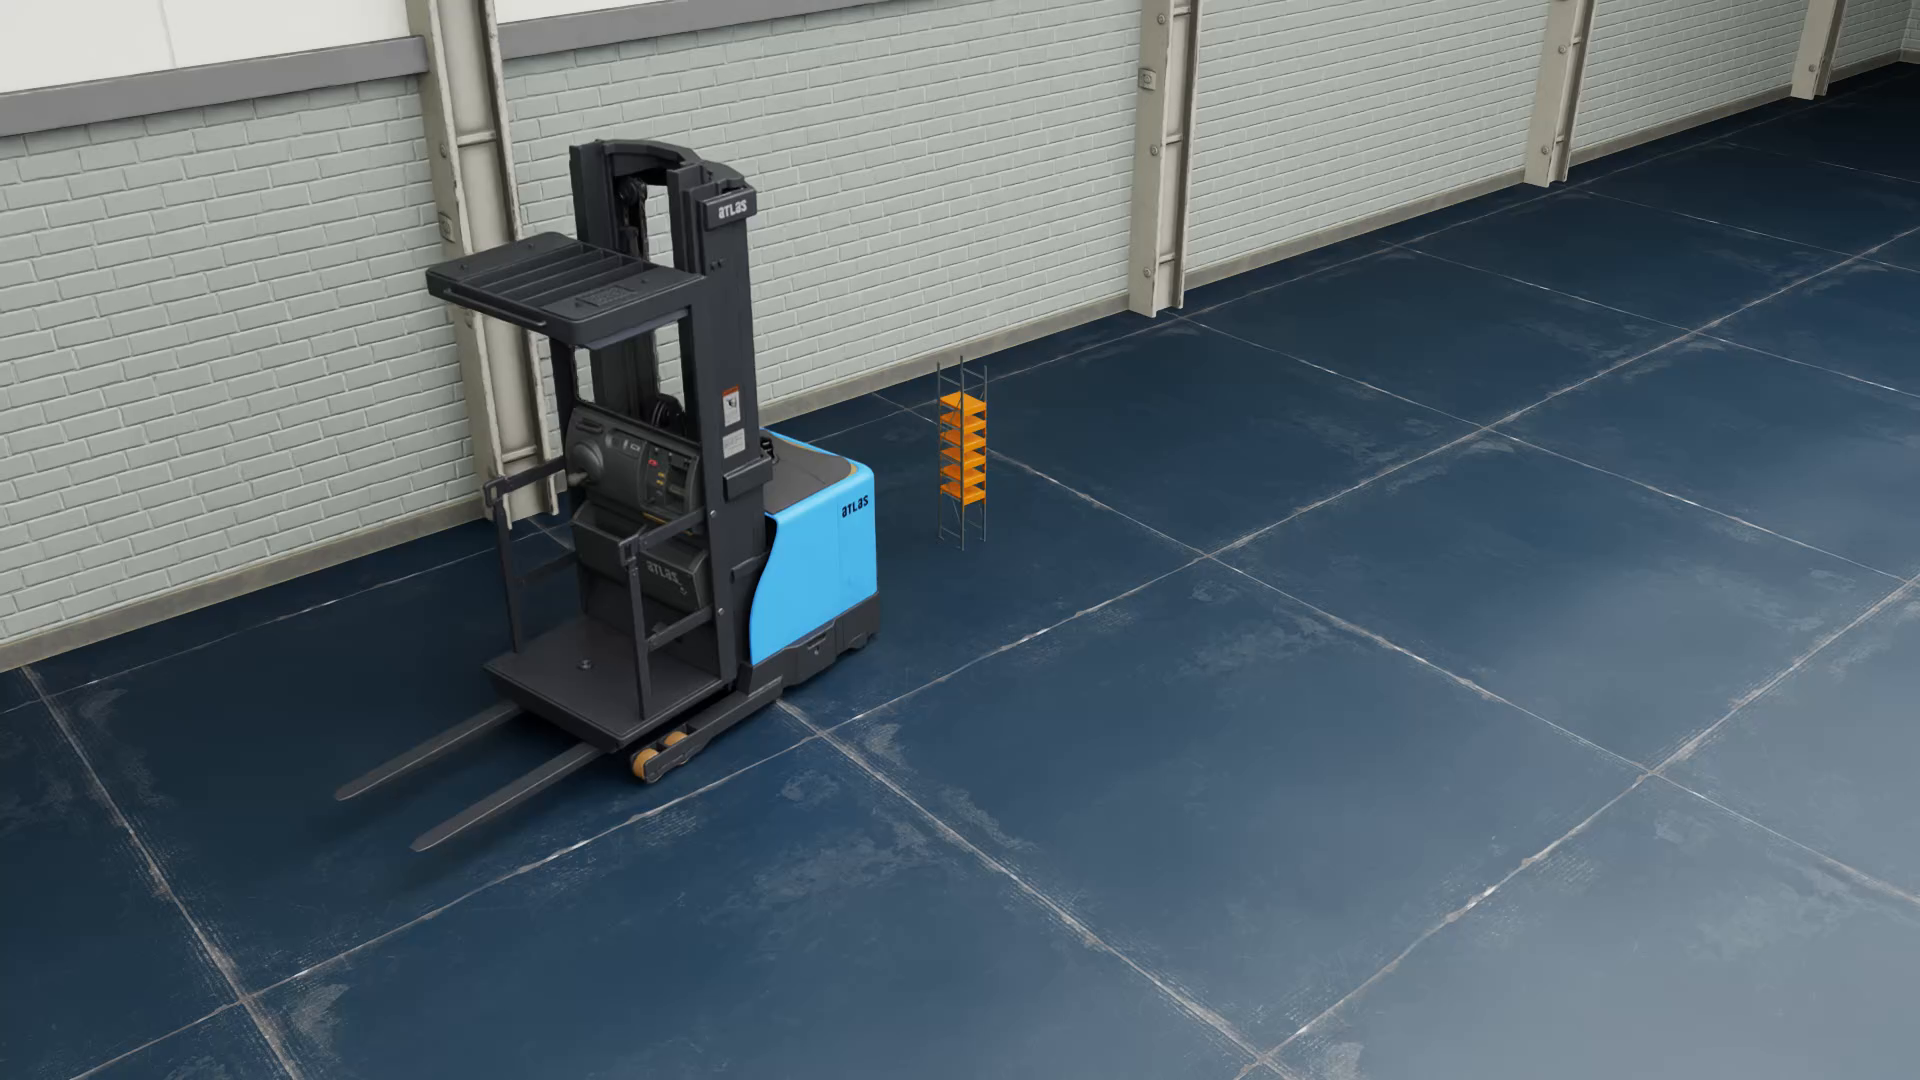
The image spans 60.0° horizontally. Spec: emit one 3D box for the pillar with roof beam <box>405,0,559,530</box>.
[{"bbox_3d":[-0.089,-2.597,5.919,0.400,9.000,9.100,-22,35,-35],"label":"pillar with roof beam"}]

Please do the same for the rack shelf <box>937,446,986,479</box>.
[{"bbox_3d":[0.011,-0.494,10.355,0.180,0.103,0.258,-22,35,-35],"label":"rack shelf"}]

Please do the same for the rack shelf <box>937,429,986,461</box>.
[{"bbox_3d":[0.011,-0.600,10.298,0.180,0.103,0.258,-22,35,-35],"label":"rack shelf"}]

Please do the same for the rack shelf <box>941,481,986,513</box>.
[{"bbox_3d":[0.011,-0.283,10.468,0.180,0.103,0.258,-22,35,-35],"label":"rack shelf"}]

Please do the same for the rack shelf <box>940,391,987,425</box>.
[{"bbox_3d":[0.011,-0.812,10.185,0.180,0.103,0.258,-22,35,-35],"label":"rack shelf"}]

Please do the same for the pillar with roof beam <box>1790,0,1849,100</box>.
[{"bbox_3d":[13.605,-8.103,16.223,0.400,9.000,9.100,-22,35,-35],"label":"pillar with roof beam"}]

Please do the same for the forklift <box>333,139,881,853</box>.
[{"bbox_3d":[-1.767,-0.342,8.139,1.130,2.935,3.031,21,34,33],"label":"forklift"}]

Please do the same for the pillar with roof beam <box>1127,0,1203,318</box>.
[{"bbox_3d":[4.476,-4.432,9.354,0.400,9.000,9.100,-22,35,-35],"label":"pillar with roof beam"}]

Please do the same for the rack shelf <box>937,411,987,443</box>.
[{"bbox_3d":[0.011,-0.706,10.242,0.180,0.103,0.258,-22,35,-35],"label":"rack shelf"}]

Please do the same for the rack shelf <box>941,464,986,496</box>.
[{"bbox_3d":[0.011,-0.389,10.411,0.180,0.103,0.258,-22,35,-35],"label":"rack shelf"}]

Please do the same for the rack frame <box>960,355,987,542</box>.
[{"bbox_3d":[0.081,-0.562,10.386,0.006,1.200,0.240,-22,35,-35],"label":"rack frame"}]

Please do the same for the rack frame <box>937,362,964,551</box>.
[{"bbox_3d":[-0.059,-0.506,10.281,0.006,1.200,0.240,-22,35,-35],"label":"rack frame"}]

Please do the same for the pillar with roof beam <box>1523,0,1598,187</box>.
[{"bbox_3d":[9.040,-6.267,12.789,0.400,9.000,9.100,-22,35,-35],"label":"pillar with roof beam"}]

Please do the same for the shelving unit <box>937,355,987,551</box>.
[{"bbox_3d":[0.011,-0.534,10.334,0.189,1.200,0.258,-22,35,-35],"label":"shelving unit"}]
